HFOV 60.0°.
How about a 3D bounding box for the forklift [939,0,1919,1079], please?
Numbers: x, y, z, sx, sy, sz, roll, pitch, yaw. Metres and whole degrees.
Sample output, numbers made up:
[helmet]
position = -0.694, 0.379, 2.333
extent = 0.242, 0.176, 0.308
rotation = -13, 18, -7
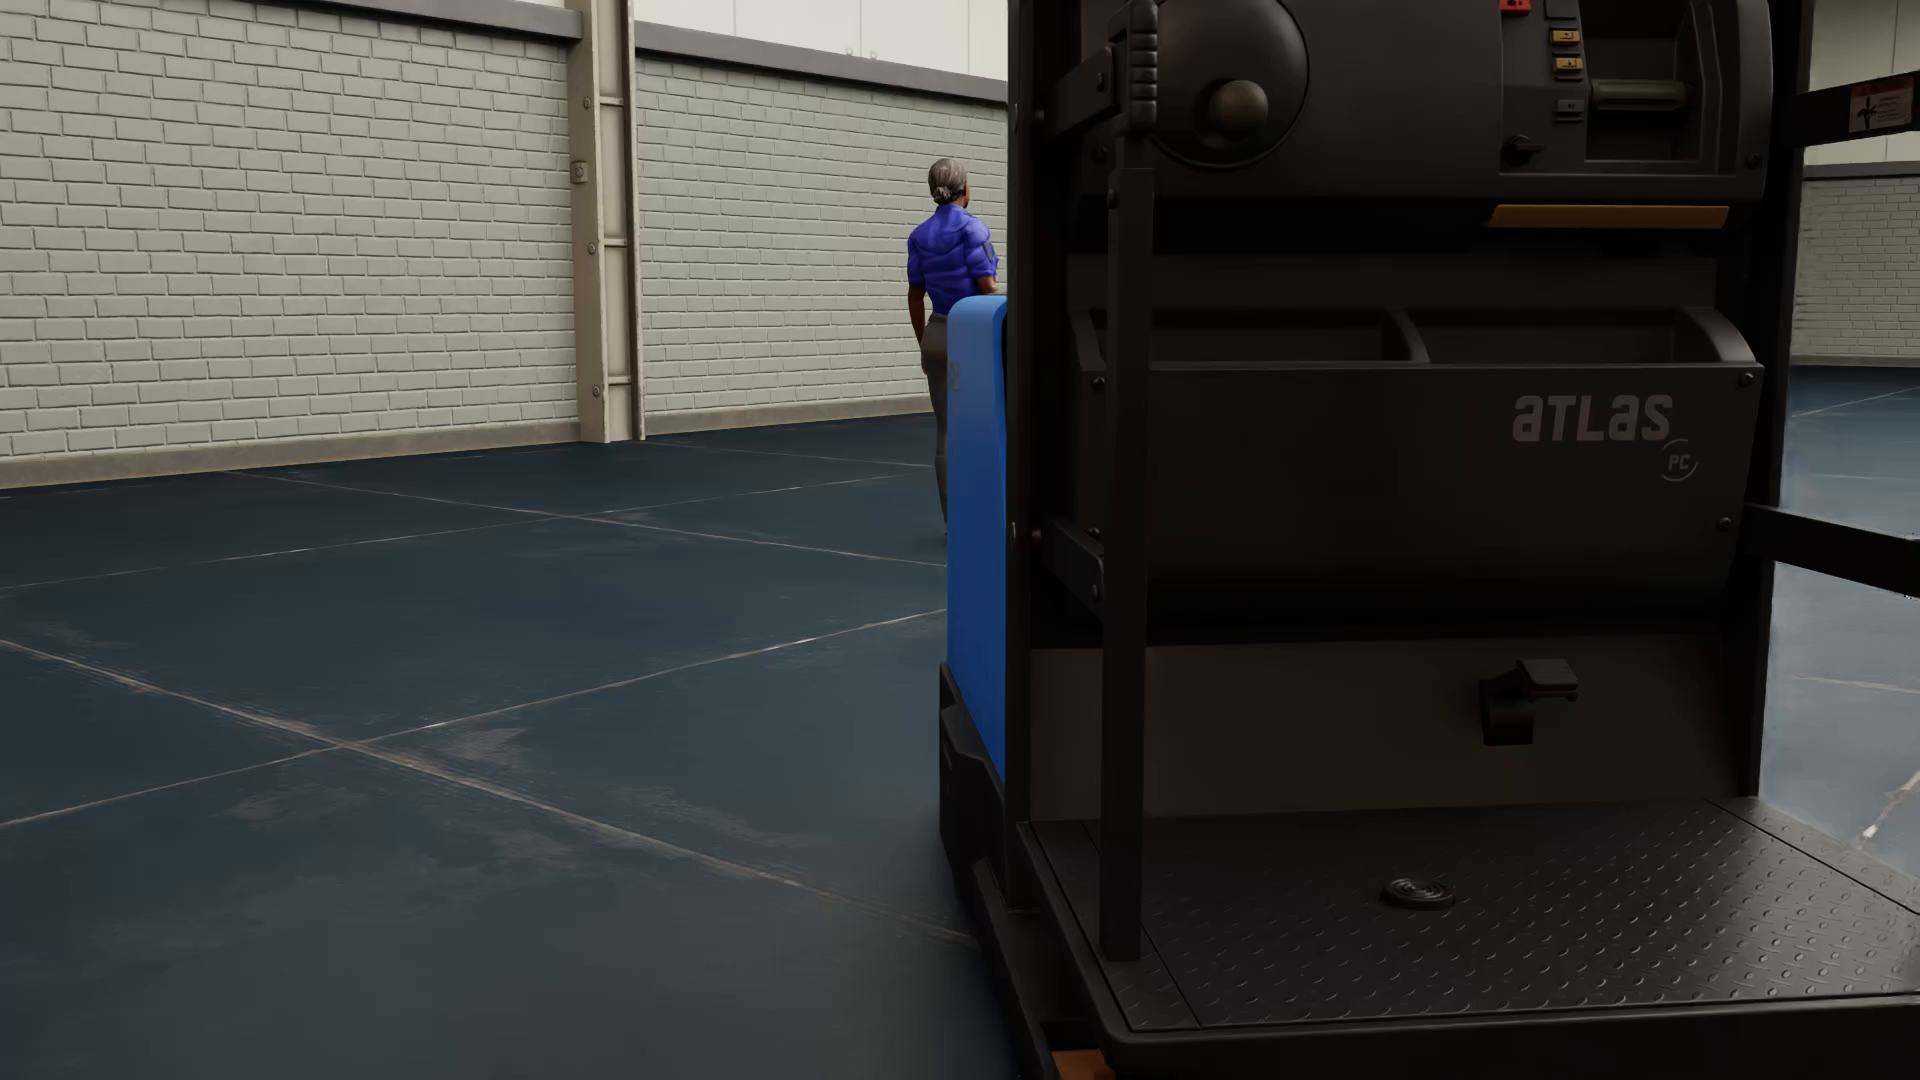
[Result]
[forklift]
position = 0.636, -0.687, 1.977
extent = 1.130, 2.935, 3.031
rotation = -1, 8, -6

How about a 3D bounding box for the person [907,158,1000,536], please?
[person]
position = 0.071, -0.834, 7.339
extent = 0.569, 1.656, 0.503
rotation = 7, 11, 38
